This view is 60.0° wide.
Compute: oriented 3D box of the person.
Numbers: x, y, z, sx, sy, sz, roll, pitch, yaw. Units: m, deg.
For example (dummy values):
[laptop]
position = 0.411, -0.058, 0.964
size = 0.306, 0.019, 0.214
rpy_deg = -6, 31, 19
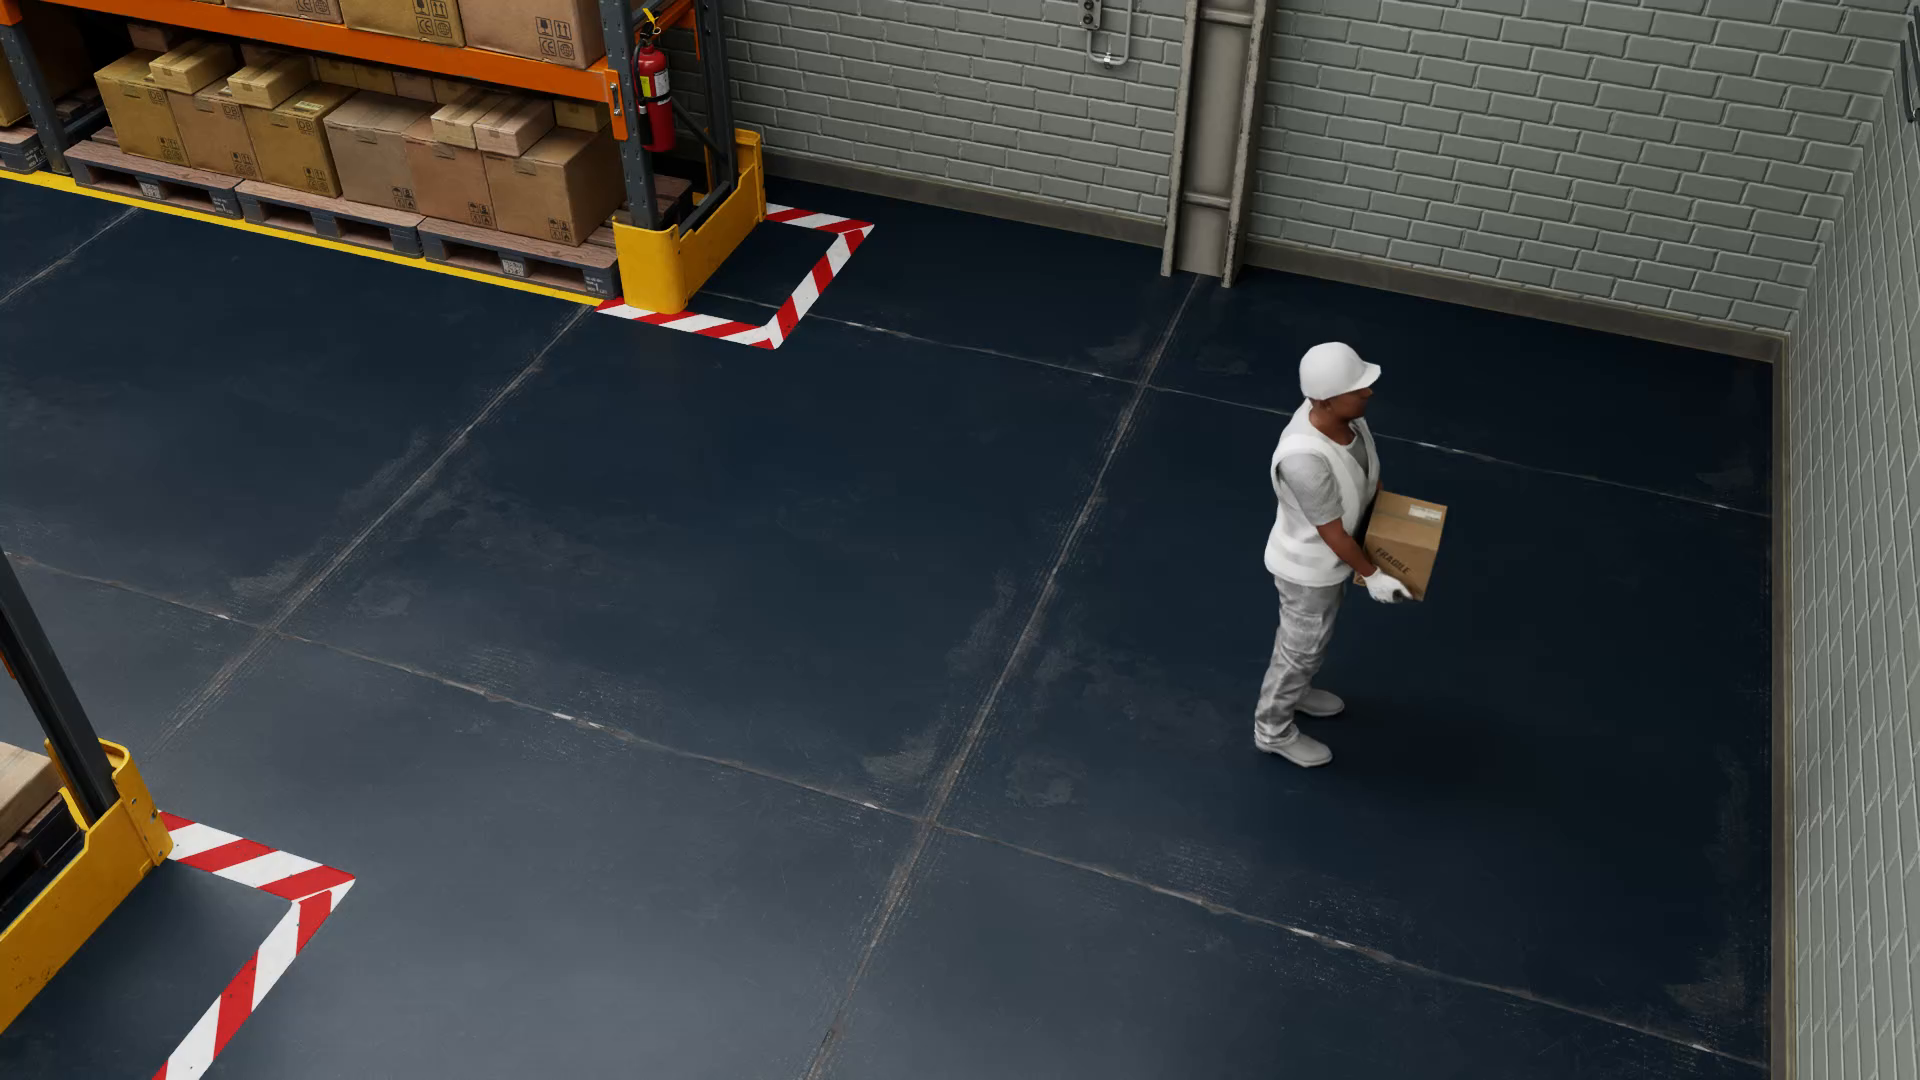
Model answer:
[person]
position = 1.391, 0.077, 6.054
size = 0.572, 1.786, 0.497
rpy_deg = 17, 44, 18
